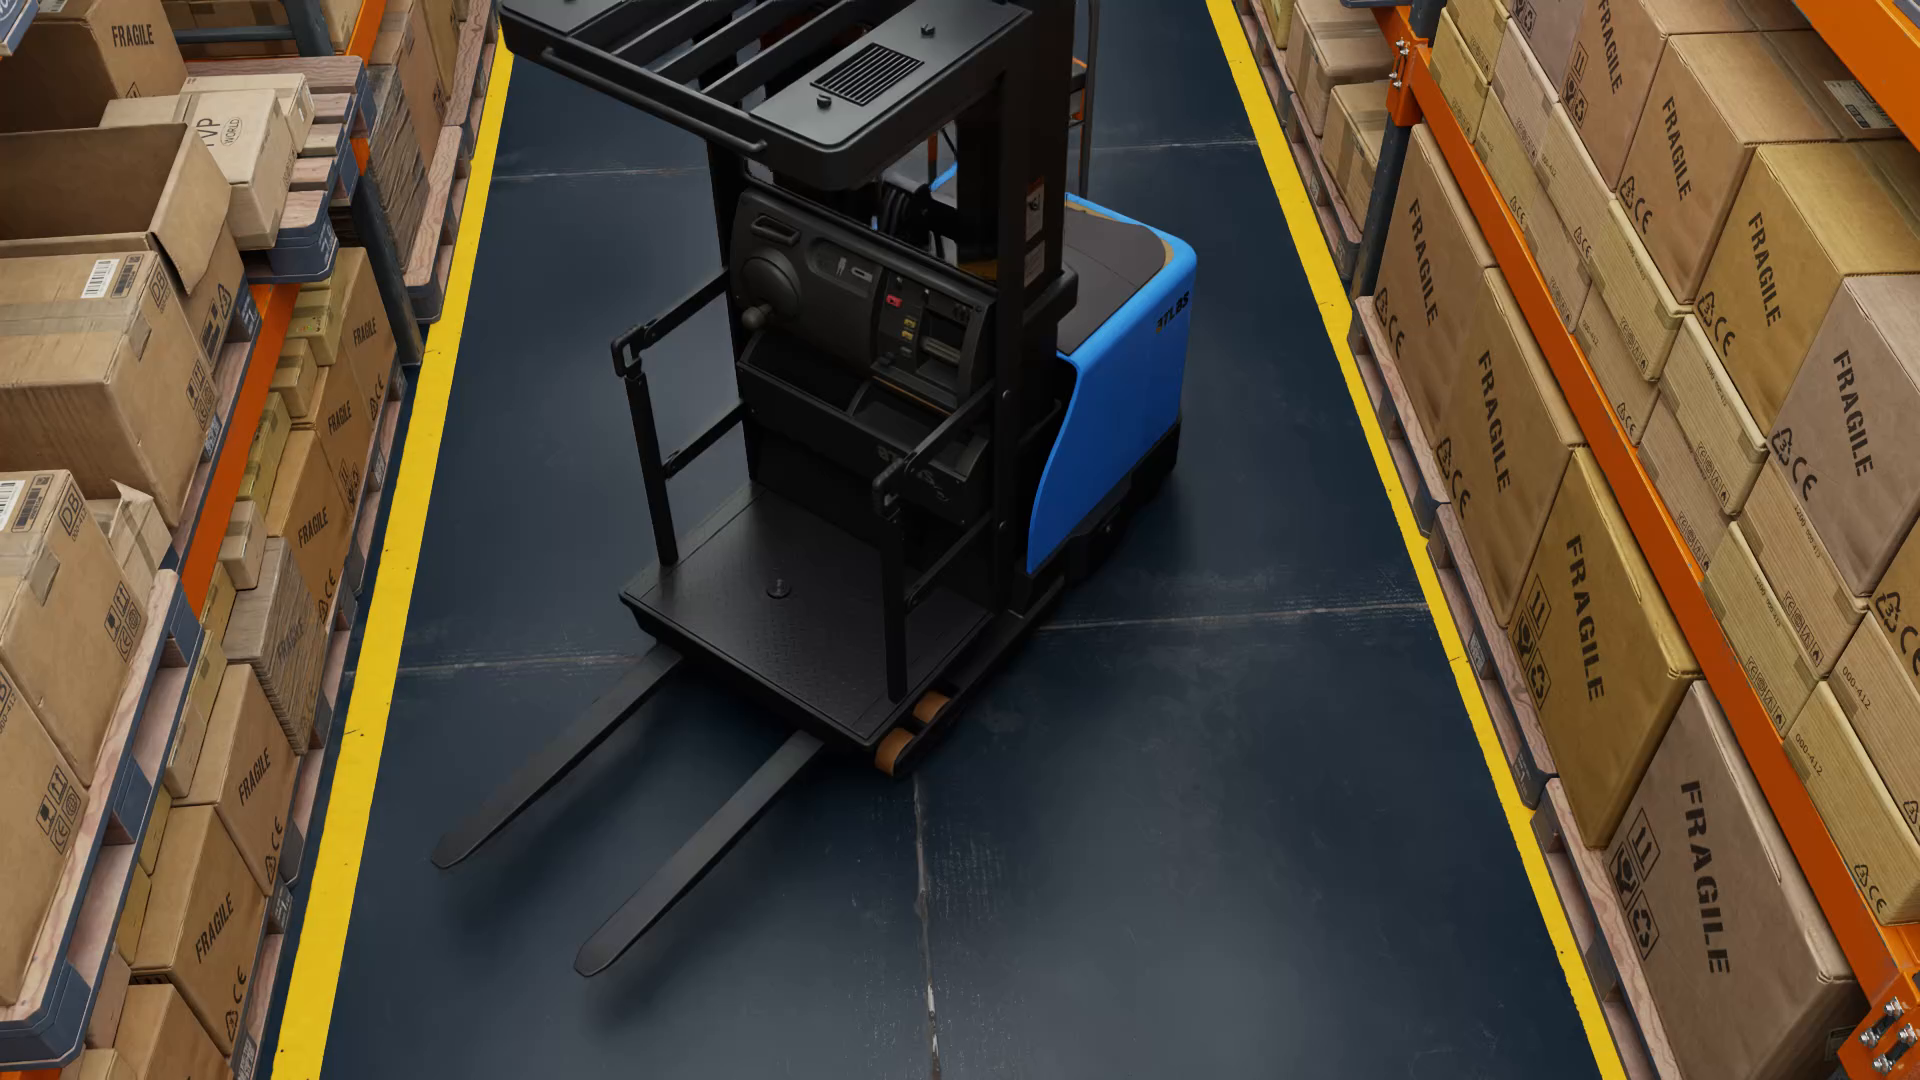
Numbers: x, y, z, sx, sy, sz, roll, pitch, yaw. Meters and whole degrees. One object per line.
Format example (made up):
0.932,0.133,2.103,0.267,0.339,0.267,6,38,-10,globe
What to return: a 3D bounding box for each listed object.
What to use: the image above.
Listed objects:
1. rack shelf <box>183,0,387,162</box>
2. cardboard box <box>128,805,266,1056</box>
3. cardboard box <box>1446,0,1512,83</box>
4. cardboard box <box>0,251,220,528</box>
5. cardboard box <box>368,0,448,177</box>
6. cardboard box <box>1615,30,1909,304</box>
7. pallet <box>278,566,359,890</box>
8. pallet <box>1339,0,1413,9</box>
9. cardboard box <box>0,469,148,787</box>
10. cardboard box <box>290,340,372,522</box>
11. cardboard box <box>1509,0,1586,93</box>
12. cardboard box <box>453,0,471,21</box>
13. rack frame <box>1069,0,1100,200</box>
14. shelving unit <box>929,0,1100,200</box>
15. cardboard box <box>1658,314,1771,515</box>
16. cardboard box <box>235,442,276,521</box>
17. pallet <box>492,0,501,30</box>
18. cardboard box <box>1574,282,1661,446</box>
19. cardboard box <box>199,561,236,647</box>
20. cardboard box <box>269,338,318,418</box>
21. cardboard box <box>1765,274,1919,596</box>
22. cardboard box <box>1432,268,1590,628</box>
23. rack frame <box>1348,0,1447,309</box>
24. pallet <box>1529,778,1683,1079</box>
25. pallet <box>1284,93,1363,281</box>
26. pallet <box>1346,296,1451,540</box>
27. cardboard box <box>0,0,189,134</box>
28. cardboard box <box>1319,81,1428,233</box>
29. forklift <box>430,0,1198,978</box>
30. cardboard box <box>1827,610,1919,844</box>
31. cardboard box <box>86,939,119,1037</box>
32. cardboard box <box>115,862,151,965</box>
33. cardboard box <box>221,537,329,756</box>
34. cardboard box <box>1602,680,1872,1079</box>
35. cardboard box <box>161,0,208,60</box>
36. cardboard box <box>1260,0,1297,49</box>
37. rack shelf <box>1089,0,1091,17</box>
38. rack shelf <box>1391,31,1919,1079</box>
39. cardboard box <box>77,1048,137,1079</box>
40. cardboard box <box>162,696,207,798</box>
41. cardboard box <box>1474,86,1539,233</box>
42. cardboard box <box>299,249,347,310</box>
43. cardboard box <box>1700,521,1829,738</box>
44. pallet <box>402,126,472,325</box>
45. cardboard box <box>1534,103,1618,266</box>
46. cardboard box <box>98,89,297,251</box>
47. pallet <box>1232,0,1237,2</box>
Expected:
-2.918,-2.965,7.487,1.077,0.370,4.000,-3,47,-3,rack shelf
-2.286,1.096,4.579,0.500,0.500,0.500,-4,47,-4,cardboard box
1.992,-1.808,5.656,0.500,0.250,0.500,-4,47,-4,cardboard box
-2.342,-0.356,4.163,0.700,0.500,0.500,-4,47,-3,cardboard box
-2.851,-2.017,7.441,0.875,0.625,0.625,-2,47,-2,cardboard box
2.111,-0.977,4.352,0.500,0.500,0.500,-3,47,-3,cardboard box
-2.626,0.617,5.521,1.003,0.211,1.213,-3,47,-3,pallet
2.030,-2.513,6.696,1.213,0.211,1.003,-3,47,-3,pallet
-2.276,0.212,3.625,0.700,0.500,0.500,-3,47,-3,cardboard box
-2.469,-0.394,5.990,0.500,0.500,0.500,-4,47,-4,cardboard box
2.045,-1.718,5.053,0.500,0.500,0.500,-3,47,-3,cardboard box
-2.973,-3.048,8.417,0.875,0.625,0.625,-4,47,-4,cardboard box
0.341,-1.509,6.233,0.400,2.100,0.015,-30,53,-25,rack frame
0.190,-1.649,6.365,0.431,2.100,0.503,-30,53,-25,shelving unit
2.153,-0.336,4.261,0.500,0.250,0.500,-2,47,-2,cardboard box
-2.426,-0.168,5.329,0.380,0.149,0.250,-4,47,-4,cardboard box
-2.985,-3.170,9.107,1.003,0.211,1.213,-3,47,-3,pallet
2.129,-0.541,4.800,0.500,0.250,0.500,-3,47,-3,cardboard box
-2.404,0.211,4.970,0.380,0.149,0.250,-3,47,-3,cardboard box
-2.425,-0.542,5.683,0.380,0.149,0.250,-5,47,-5,cardboard box
2.192,-0.236,3.650,0.500,0.500,0.500,-3,47,-3,cardboard box
2.241,-0.333,5.674,0.875,0.875,0.875,-3,47,-3,cardboard box
2.196,-2.070,6.144,1.000,3.000,0.127,-3,47,-3,rack frame
2.391,1.230,4.940,1.003,0.211,1.213,-3,47,-3,pallet
2.132,-1.676,7.692,1.003,0.211,1.213,-3,47,-3,pallet
2.187,-0.536,6.612,1.003,0.211,1.213,-3,47,-3,pallet
-2.863,-1.562,5.305,0.500,0.500,0.500,-2,47,-1,cardboard box
2.158,-1.720,7.333,0.950,0.372,0.625,-6,47,-6,cardboard box
-0.439,-0.630,4.828,1.130,2.935,3.031,28,53,24,forklift
2.251,0.400,3.564,0.500,0.250,0.500,-4,47,-3,cardboard box
-2.250,1.058,3.963,0.380,0.149,0.250,-6,47,-5,cardboard box
-2.313,0.965,4.256,0.380,0.149,0.250,-6,47,-5,cardboard box
-2.361,0.359,5.277,0.500,0.500,0.500,-5,47,-5,cardboard box
2.399,0.967,4.442,0.875,0.875,0.875,-2,47,-2,cardboard box
-3.043,-2.023,6.204,0.500,0.250,0.500,-4,47,-4,cardboard box
2.031,-2.802,8.359,0.950,0.372,0.625,-2,47,-2,cardboard box
0.191,-2.121,5.867,0.431,0.518,0.480,-30,53,-25,rack shelf
2.363,-0.375,5.035,1.077,0.370,4.000,-3,47,-3,rack shelf
-2.180,1.345,3.896,0.380,0.149,0.250,-1,47,-1,cardboard box
-2.334,0.584,4.617,0.380,0.149,0.250,-4,47,-3,cardboard box
2.047,-1.278,5.498,0.500,0.250,0.500,-5,47,-4,cardboard box
-2.456,-0.931,6.052,0.380,0.149,0.250,-6,47,-5,cardboard box
2.200,0.198,4.100,0.500,0.250,0.500,-4,47,-4,cardboard box
-2.780,-1.404,7.435,1.003,0.211,1.213,-3,47,-3,pallet
2.064,-1.073,4.959,0.500,0.250,0.500,-4,47,-3,cardboard box
-2.339,-1.114,5.054,0.500,0.250,0.500,-5,47,-5,cardboard box
1.928,-3.442,9.364,1.003,0.211,1.213,-3,47,-3,pallet
